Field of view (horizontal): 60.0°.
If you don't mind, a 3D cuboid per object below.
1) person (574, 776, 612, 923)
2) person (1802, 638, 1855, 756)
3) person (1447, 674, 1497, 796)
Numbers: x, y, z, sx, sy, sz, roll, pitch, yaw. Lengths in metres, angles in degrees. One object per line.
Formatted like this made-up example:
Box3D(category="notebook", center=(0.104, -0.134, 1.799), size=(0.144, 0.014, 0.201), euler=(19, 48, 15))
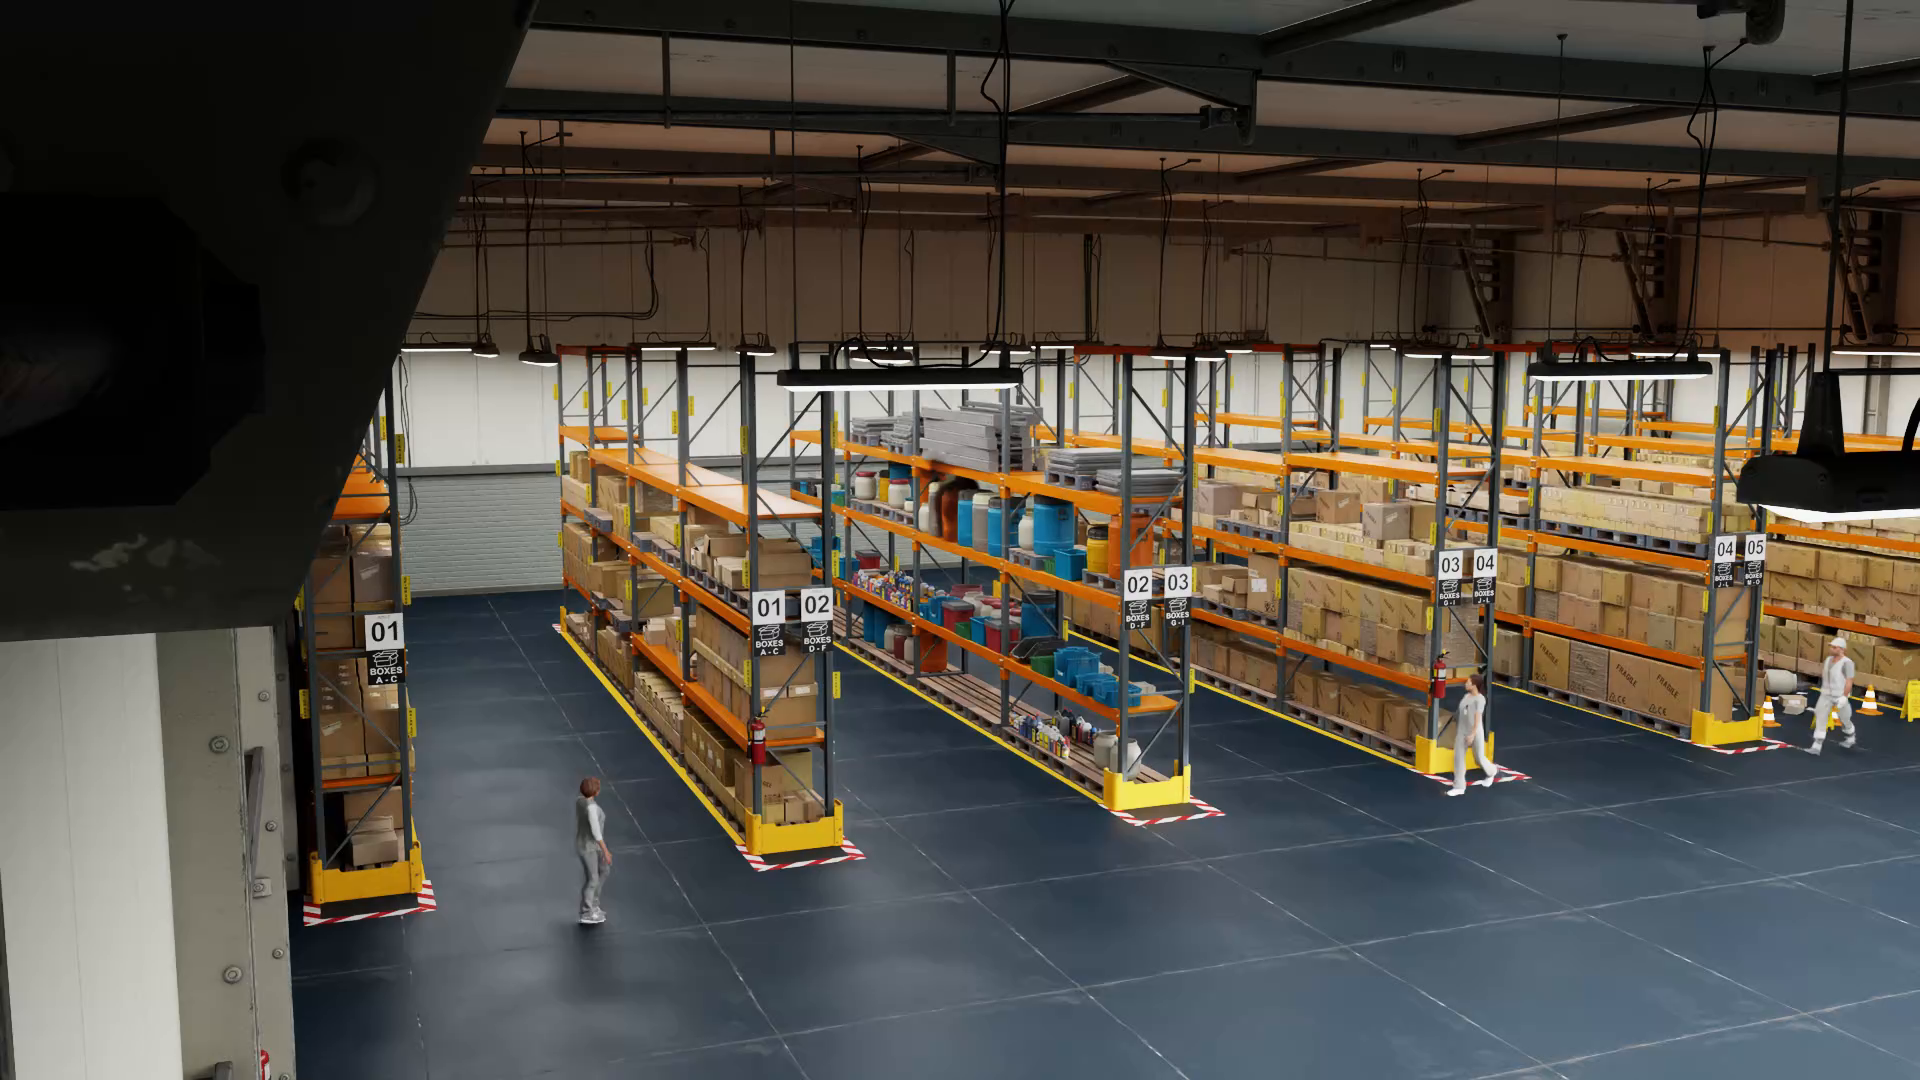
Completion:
Box3D(category="person", center=(-3.918, 3.319, 17.770), size=(0.397, 1.604, 0.477), euler=(-2, 7, -12))
Box3D(category="person", center=(13.034, 2.327, 24.751), size=(1.044, 1.752, 0.495), euler=(-7, 10, -42))
Box3D(category="person", center=(6.994, 2.639, 22.712), size=(0.889, 1.642, 0.404), euler=(-7, 10, -44))
